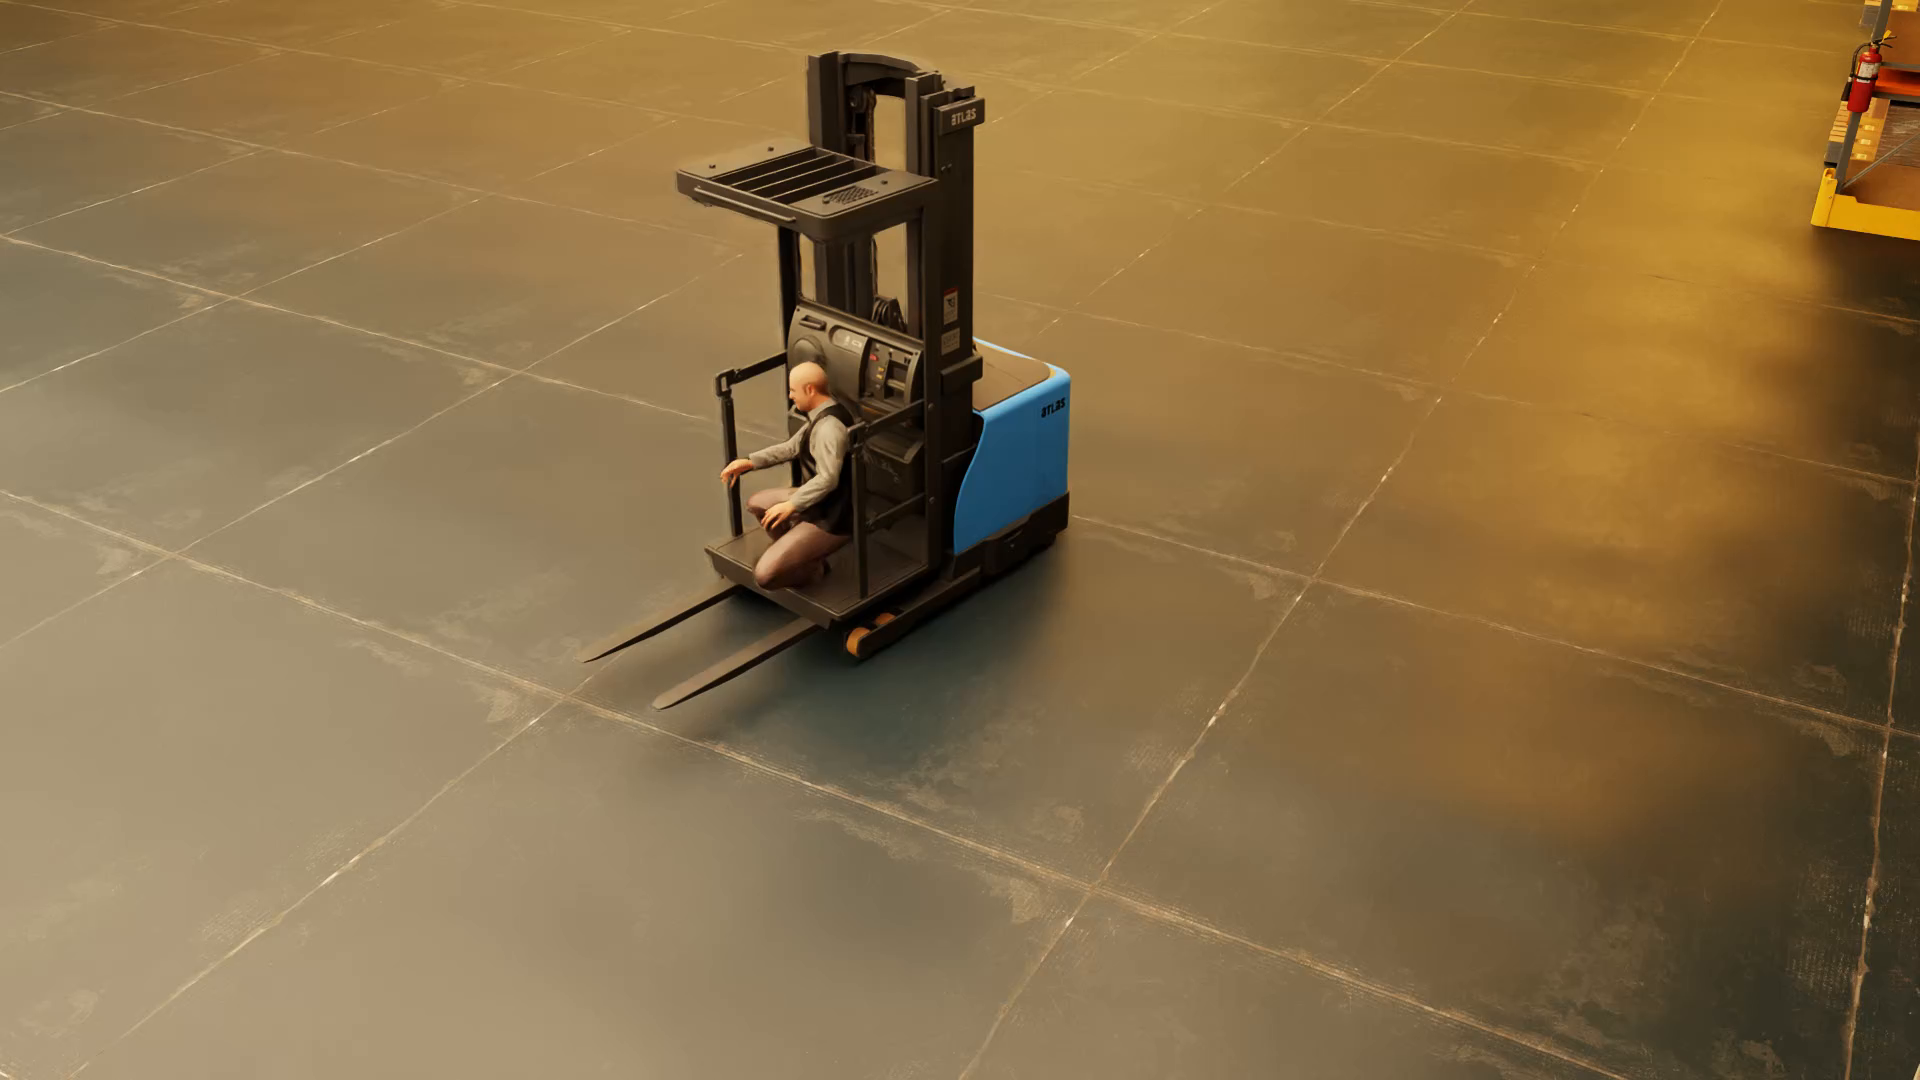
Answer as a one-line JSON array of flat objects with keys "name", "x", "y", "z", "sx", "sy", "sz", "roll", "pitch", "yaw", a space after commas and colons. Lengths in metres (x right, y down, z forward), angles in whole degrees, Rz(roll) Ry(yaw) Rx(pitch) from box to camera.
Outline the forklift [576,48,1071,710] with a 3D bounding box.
[{"name": "forklift", "x": -0.707, "y": -0.922, "z": 8.668, "sx": 1.130, "sy": 2.935, "sz": 3.031, "roll": 24, "pitch": 38, "yaw": 35}]

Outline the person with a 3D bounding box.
[{"name": "person", "x": -0.886, "y": -0.265, "z": 8.774, "sx": 0.777, "sy": 1.399, "sz": 0.835, "roll": -3, "pitch": 30, "yaw": -5}]
